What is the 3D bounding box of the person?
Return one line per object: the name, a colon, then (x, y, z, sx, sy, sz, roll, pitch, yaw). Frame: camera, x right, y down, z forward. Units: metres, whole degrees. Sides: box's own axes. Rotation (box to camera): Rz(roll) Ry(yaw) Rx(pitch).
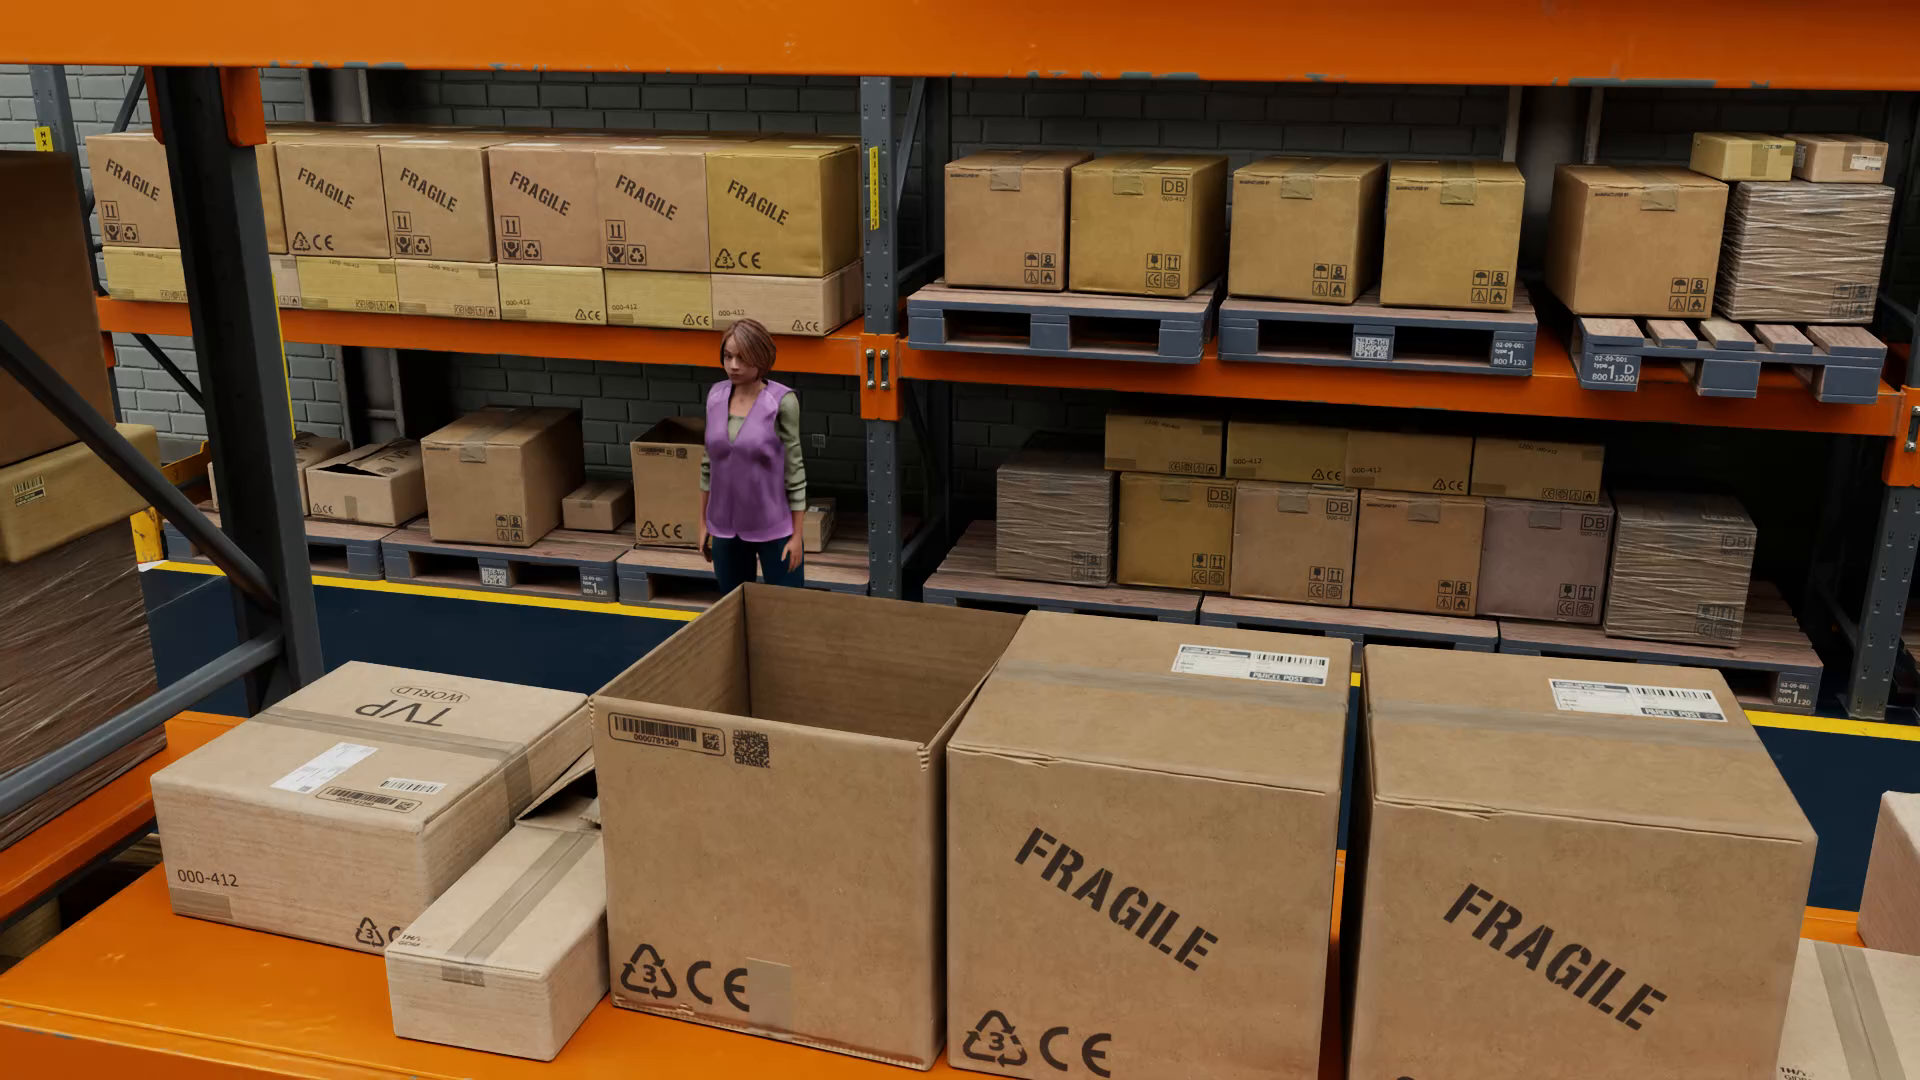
person: (-0.753, -0.010, 6.105, 0.465, 1.616, 0.329, 6, 20, 18)
